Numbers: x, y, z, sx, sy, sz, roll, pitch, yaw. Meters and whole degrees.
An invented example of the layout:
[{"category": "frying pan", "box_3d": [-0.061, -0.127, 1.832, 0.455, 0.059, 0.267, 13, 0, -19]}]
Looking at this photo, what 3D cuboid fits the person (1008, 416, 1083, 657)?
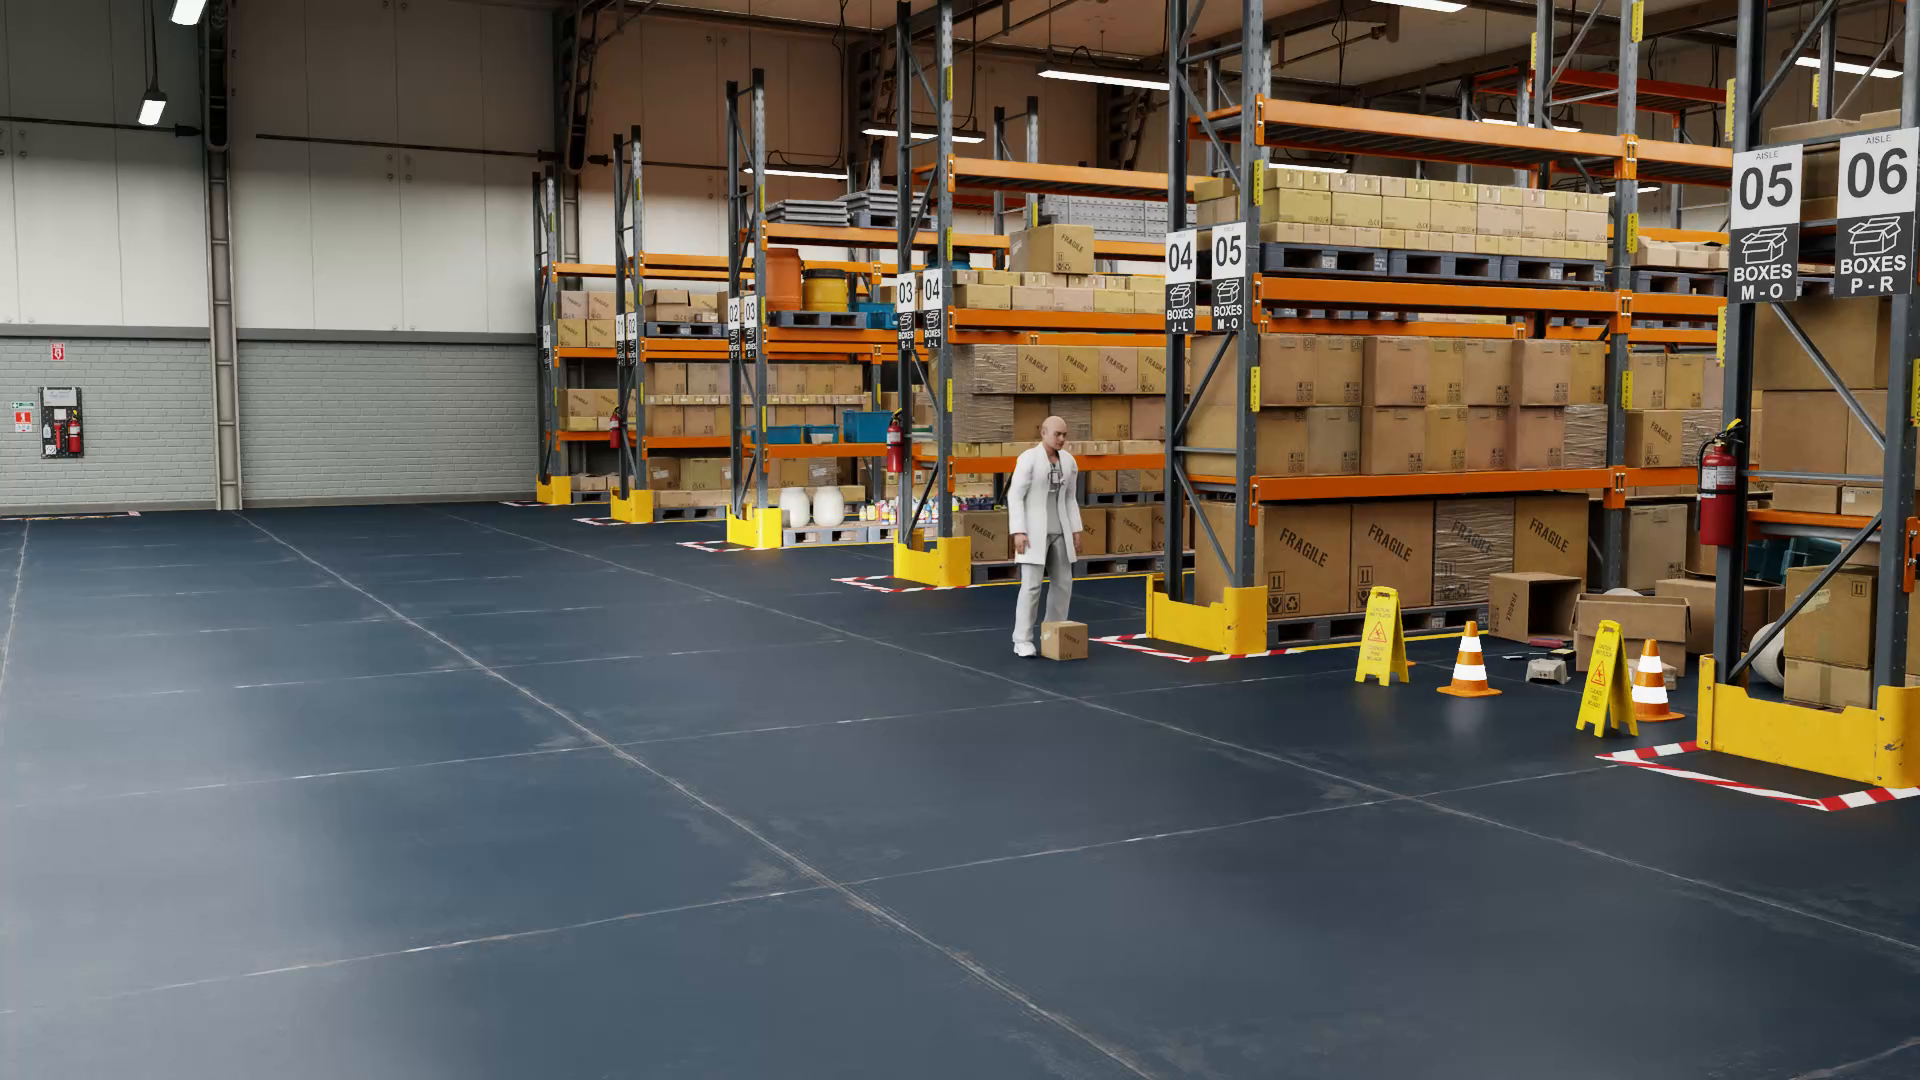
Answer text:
[{"category": "person", "box_3d": [0.651, -0.037, 12.420, 0.647, 1.772, 0.429, -3, 6, -32]}]
